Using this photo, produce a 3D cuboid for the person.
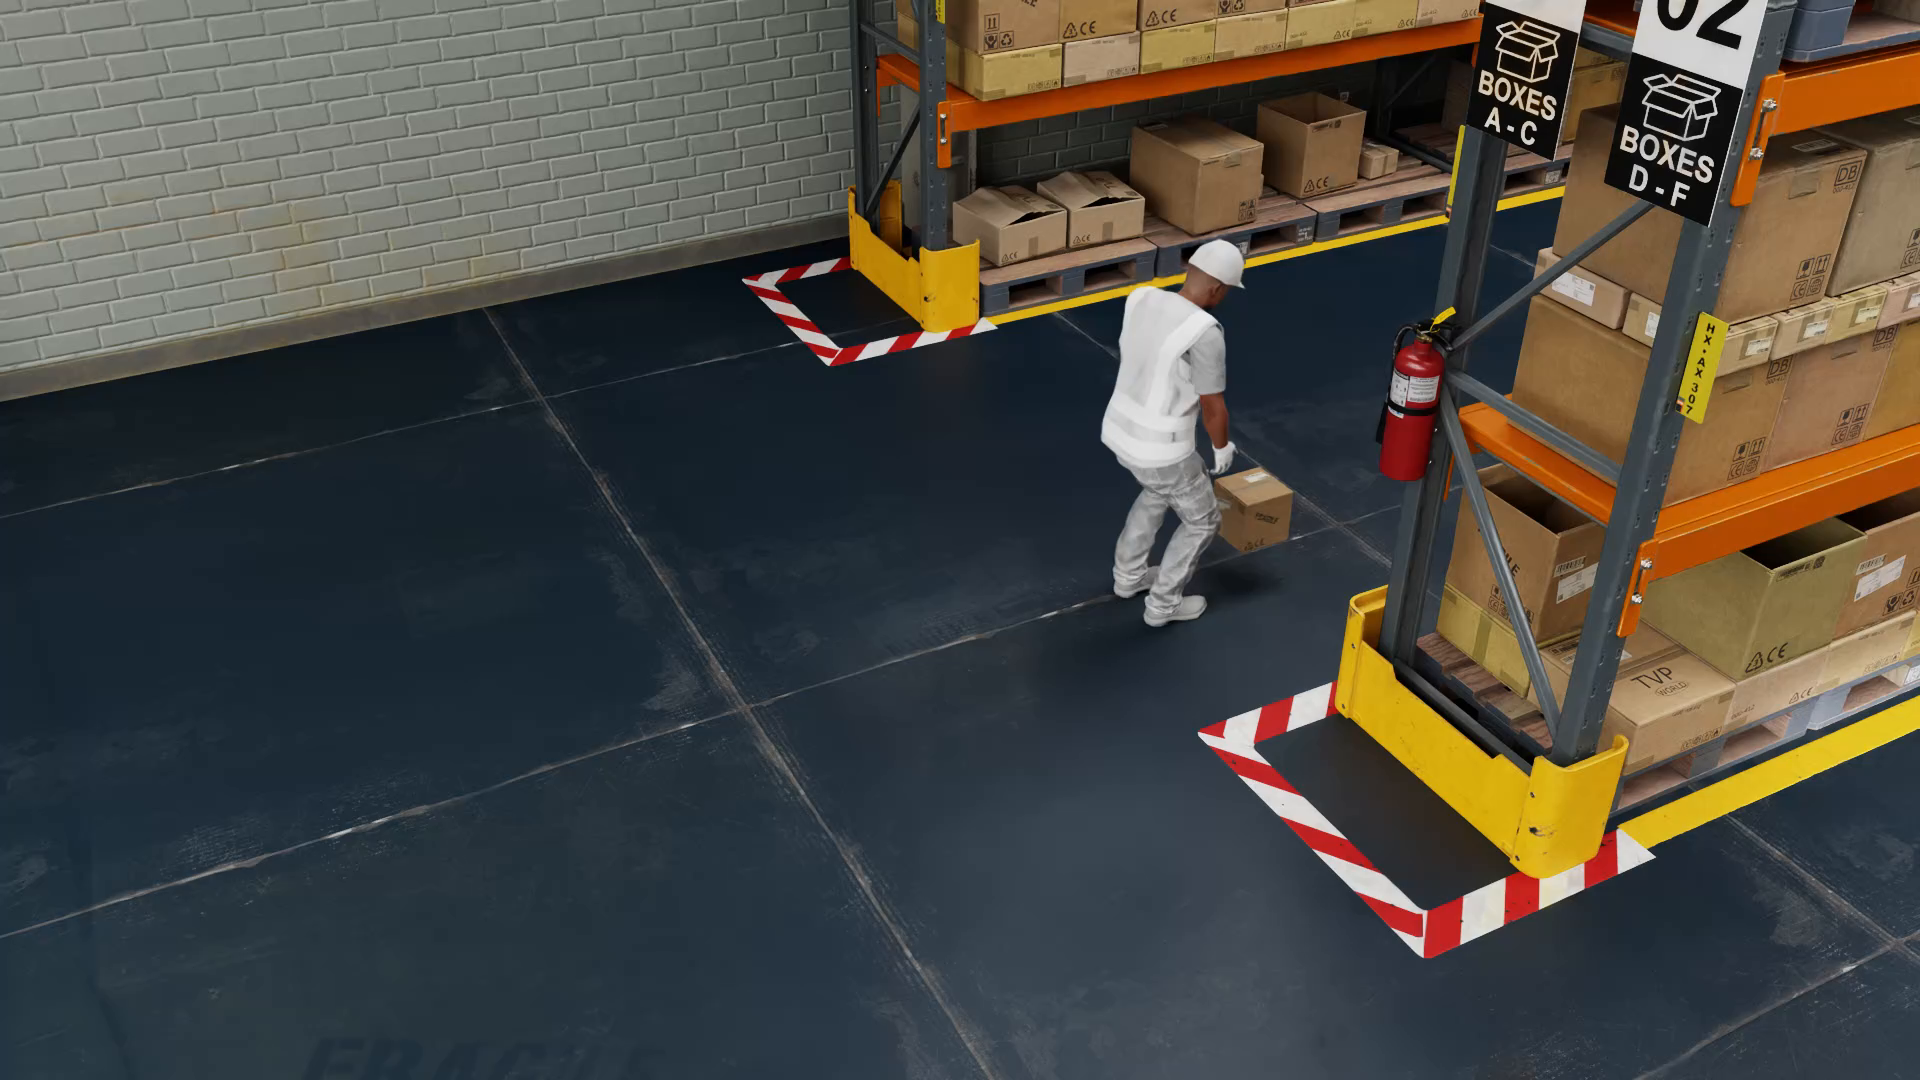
[{"bbox_3d":[0.876,-0.447,6.947,0.584,1.644,0.594,-15,36,-22],"label":"person"}]
